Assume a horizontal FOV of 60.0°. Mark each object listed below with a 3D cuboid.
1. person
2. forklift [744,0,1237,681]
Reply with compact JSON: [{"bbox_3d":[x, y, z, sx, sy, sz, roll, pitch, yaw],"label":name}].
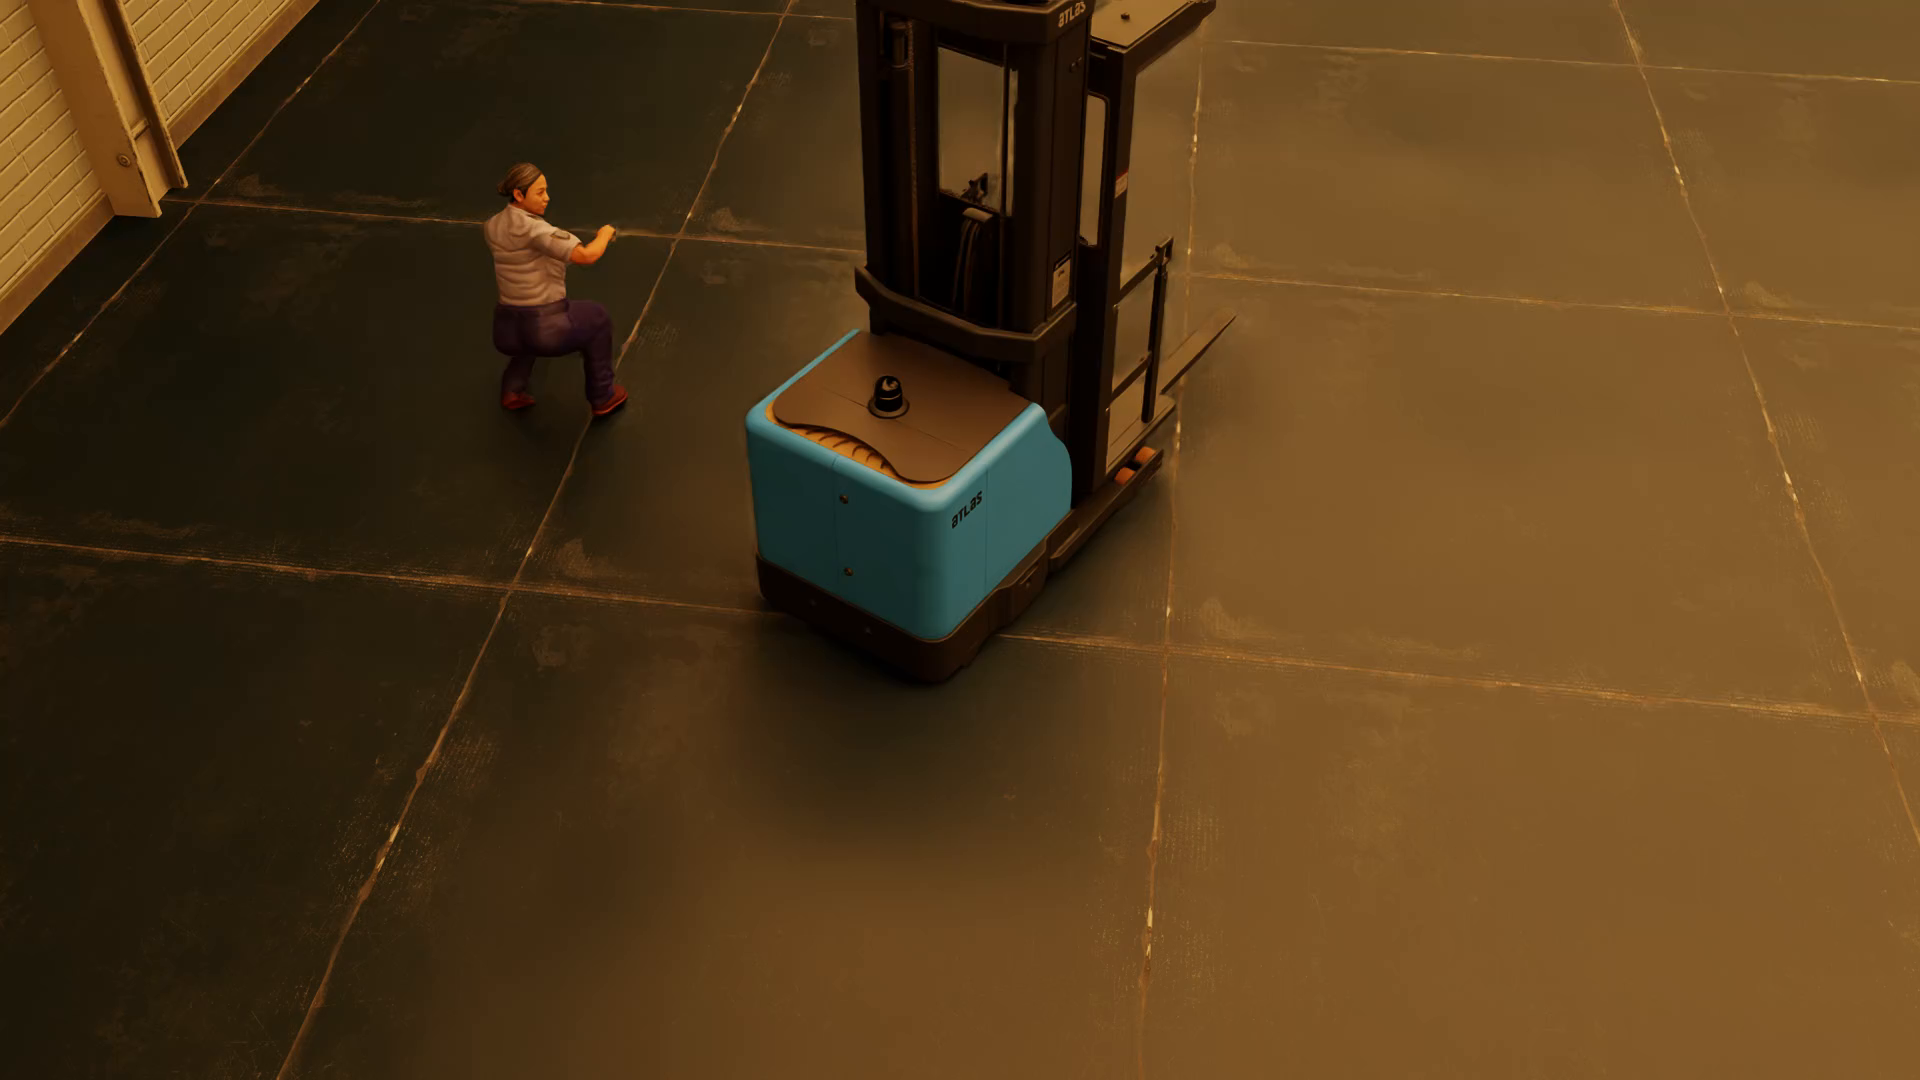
[{"bbox_3d":[-1.979,-1.234,8.238,0.739,1.401,0.881,15,45,16],"label":"person"},{"bbox_3d":[0.343,-1.436,7.288,1.130,2.935,3.031,25,48,25],"label":"forklift"}]
